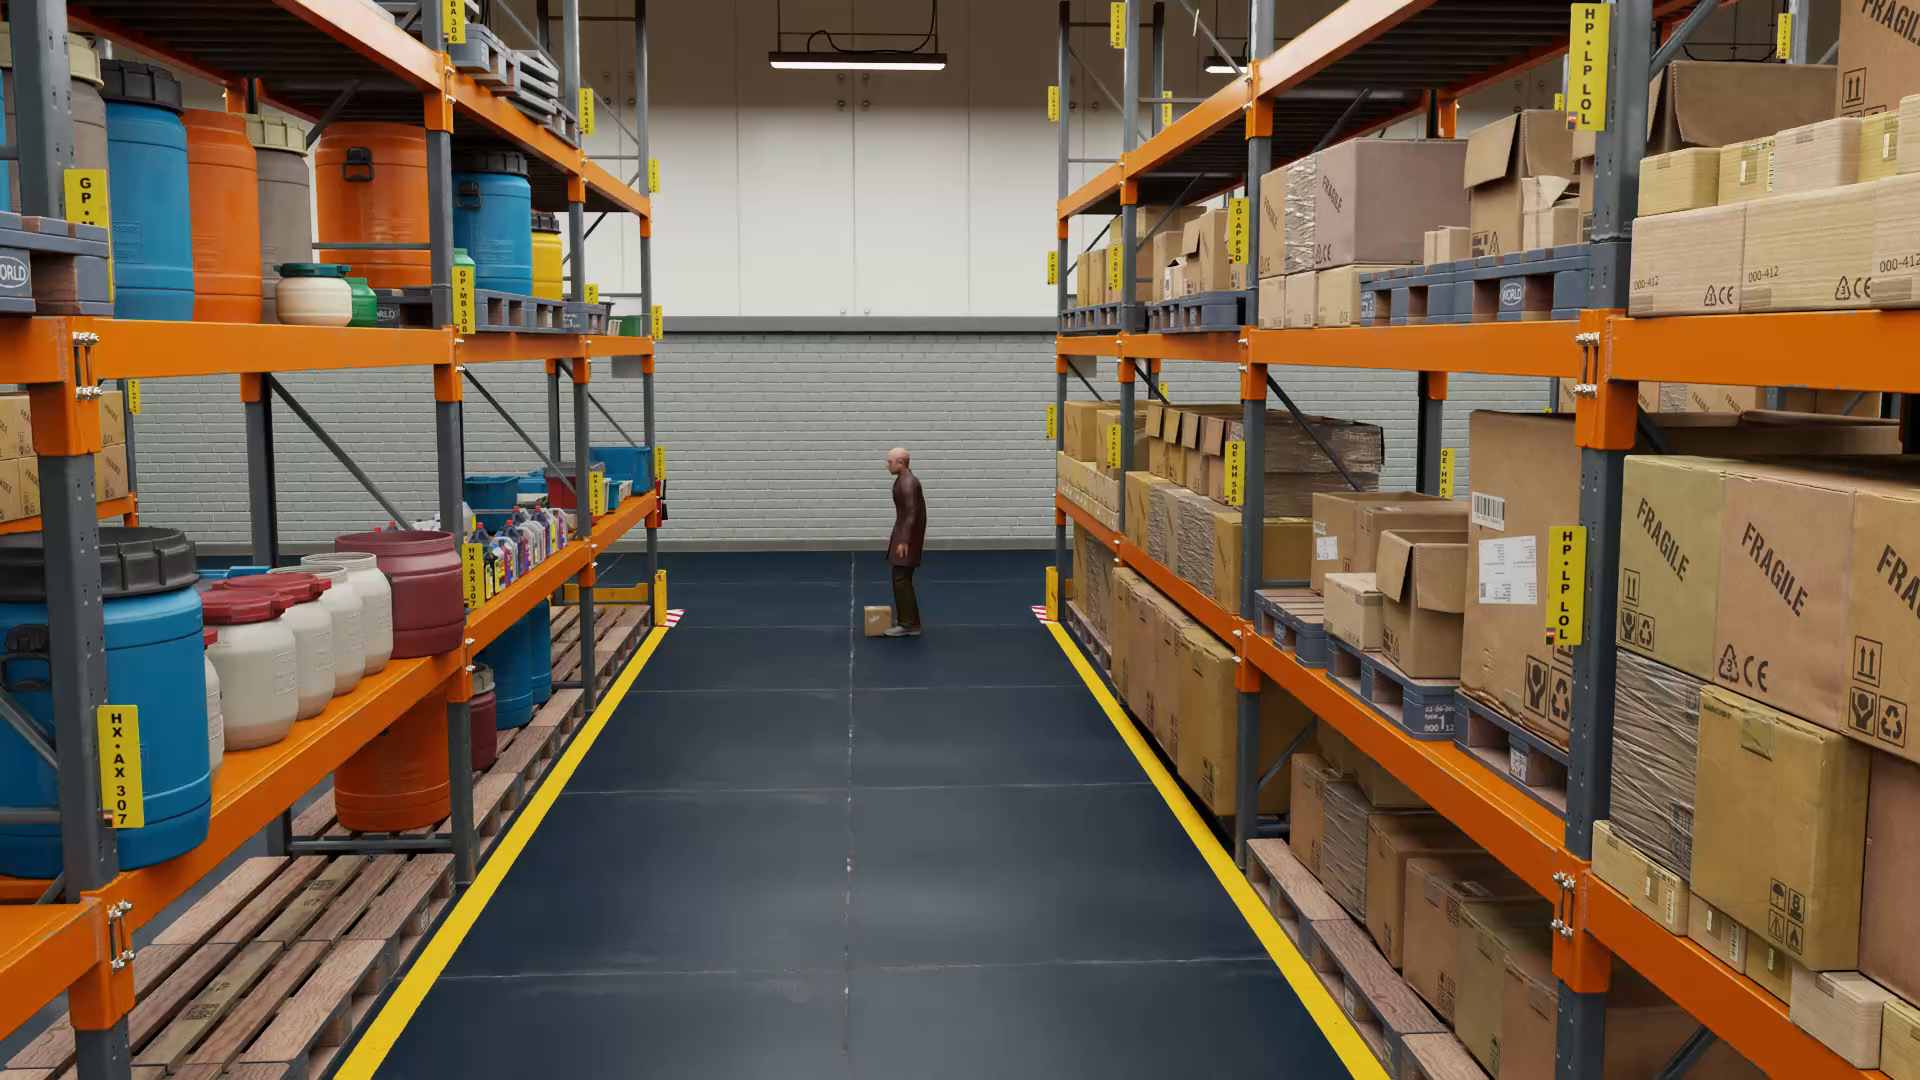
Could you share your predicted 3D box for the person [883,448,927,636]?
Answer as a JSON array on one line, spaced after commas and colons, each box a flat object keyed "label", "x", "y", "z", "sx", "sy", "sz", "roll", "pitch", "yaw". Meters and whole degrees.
[{"label": "person", "x": -0.530, "y": 0.010, "z": 15.719, "sx": 0.428, "sy": 1.772, "sz": 0.640, "roll": -1, "pitch": 7, "yaw": -6}]
